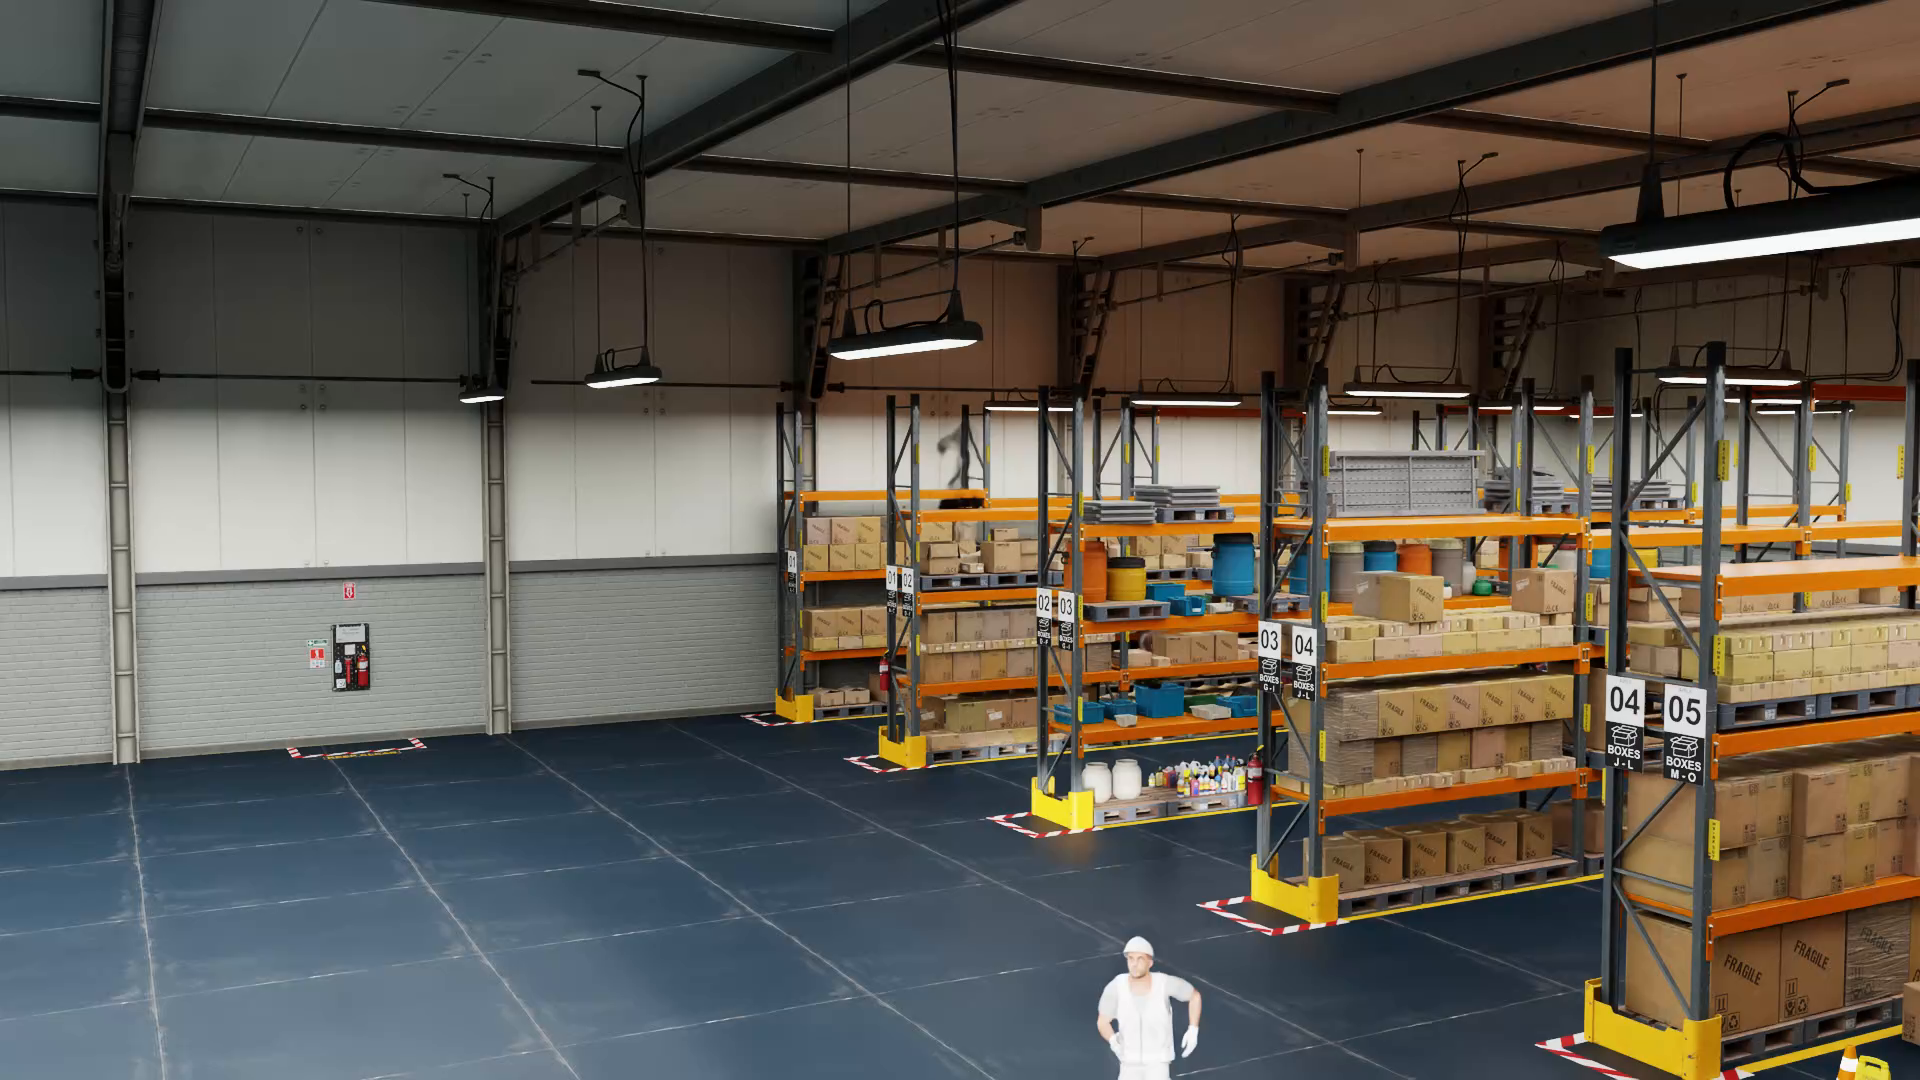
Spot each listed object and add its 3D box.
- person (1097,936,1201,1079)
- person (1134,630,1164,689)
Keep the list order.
[{"bbox_3d":[1.296,3.613,11.541,0.687,1.735,0.821,1,3,17],"label":"person"},{"bbox_3d":[3.732,2.443,32.861,0.880,1.765,0.711,-2,4,-32],"label":"person"}]
